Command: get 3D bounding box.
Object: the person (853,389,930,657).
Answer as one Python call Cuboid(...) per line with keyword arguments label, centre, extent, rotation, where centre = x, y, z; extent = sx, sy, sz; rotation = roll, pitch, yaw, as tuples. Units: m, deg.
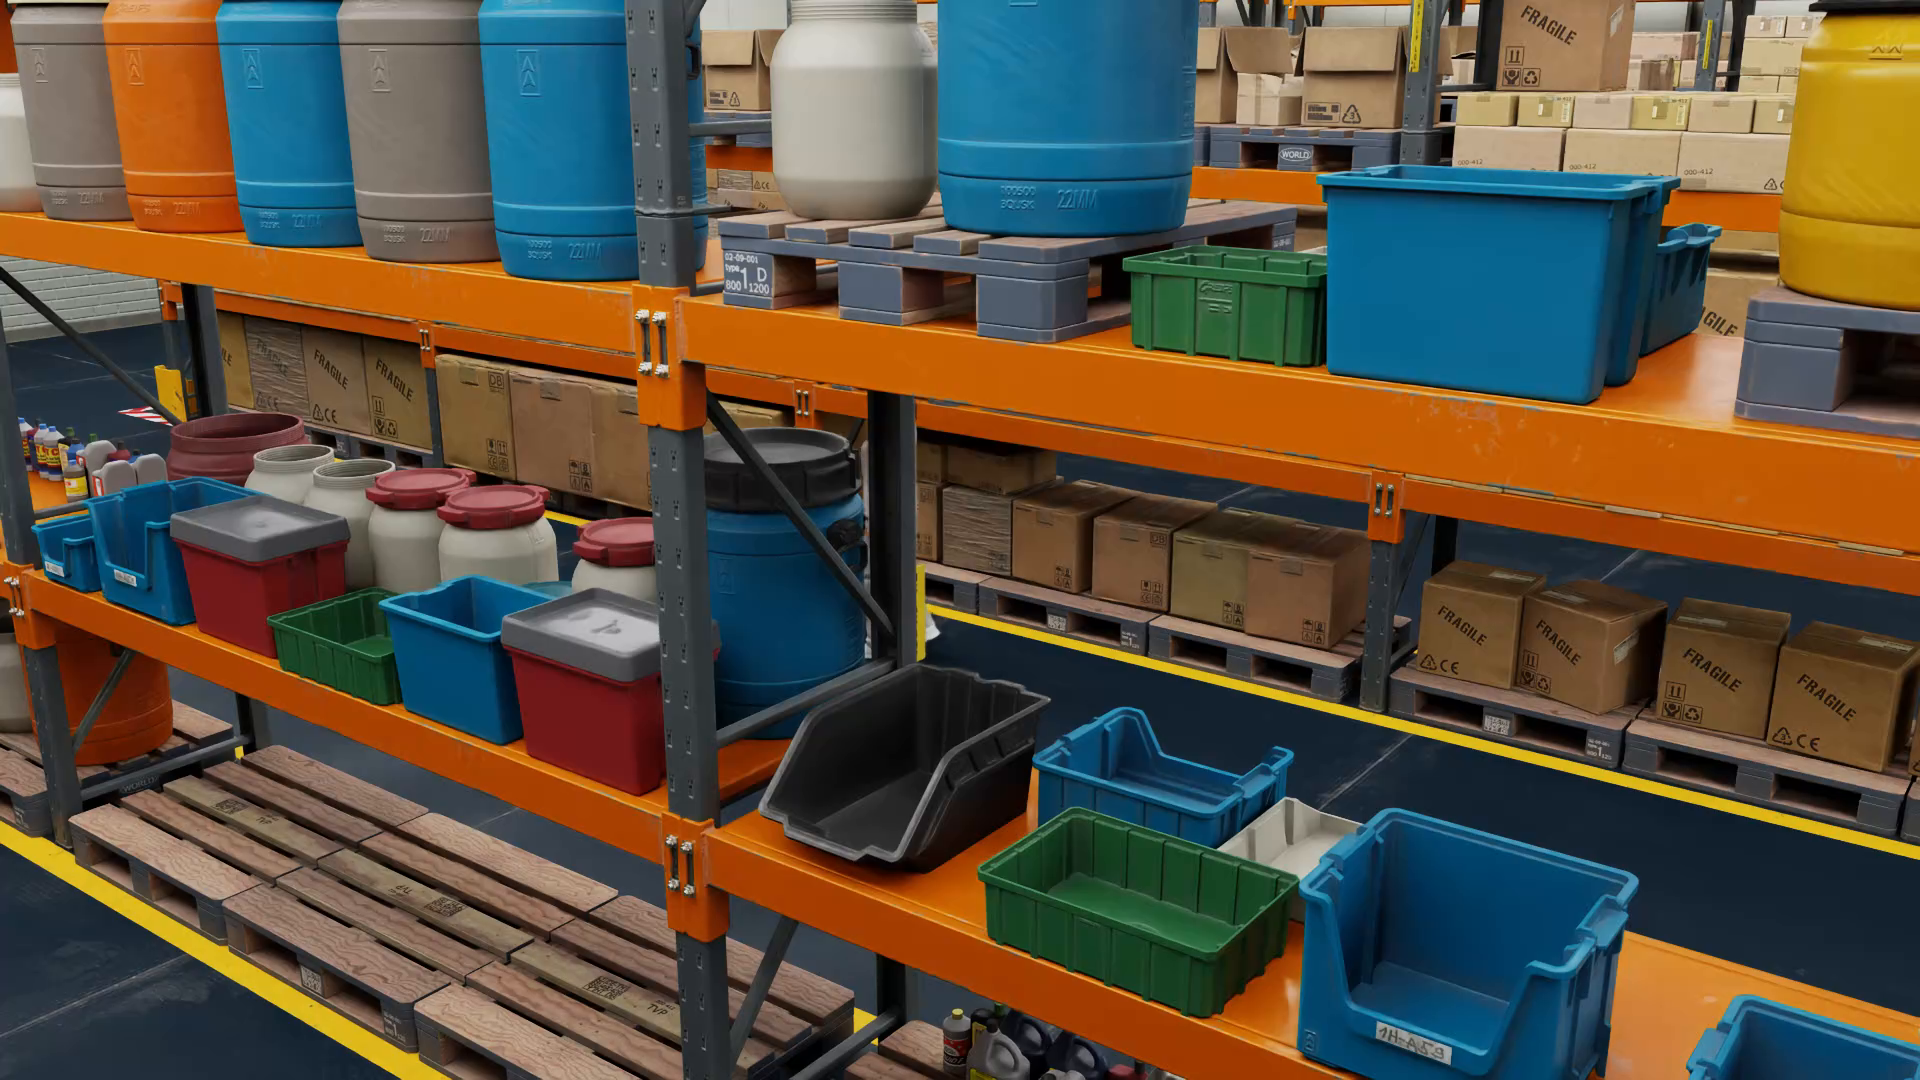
Cuboid(label="person", centre=(-0.422, -0.137, 9.447), extent=(0.472, 1.674, 0.460), rotation=(8, 18, 24))
